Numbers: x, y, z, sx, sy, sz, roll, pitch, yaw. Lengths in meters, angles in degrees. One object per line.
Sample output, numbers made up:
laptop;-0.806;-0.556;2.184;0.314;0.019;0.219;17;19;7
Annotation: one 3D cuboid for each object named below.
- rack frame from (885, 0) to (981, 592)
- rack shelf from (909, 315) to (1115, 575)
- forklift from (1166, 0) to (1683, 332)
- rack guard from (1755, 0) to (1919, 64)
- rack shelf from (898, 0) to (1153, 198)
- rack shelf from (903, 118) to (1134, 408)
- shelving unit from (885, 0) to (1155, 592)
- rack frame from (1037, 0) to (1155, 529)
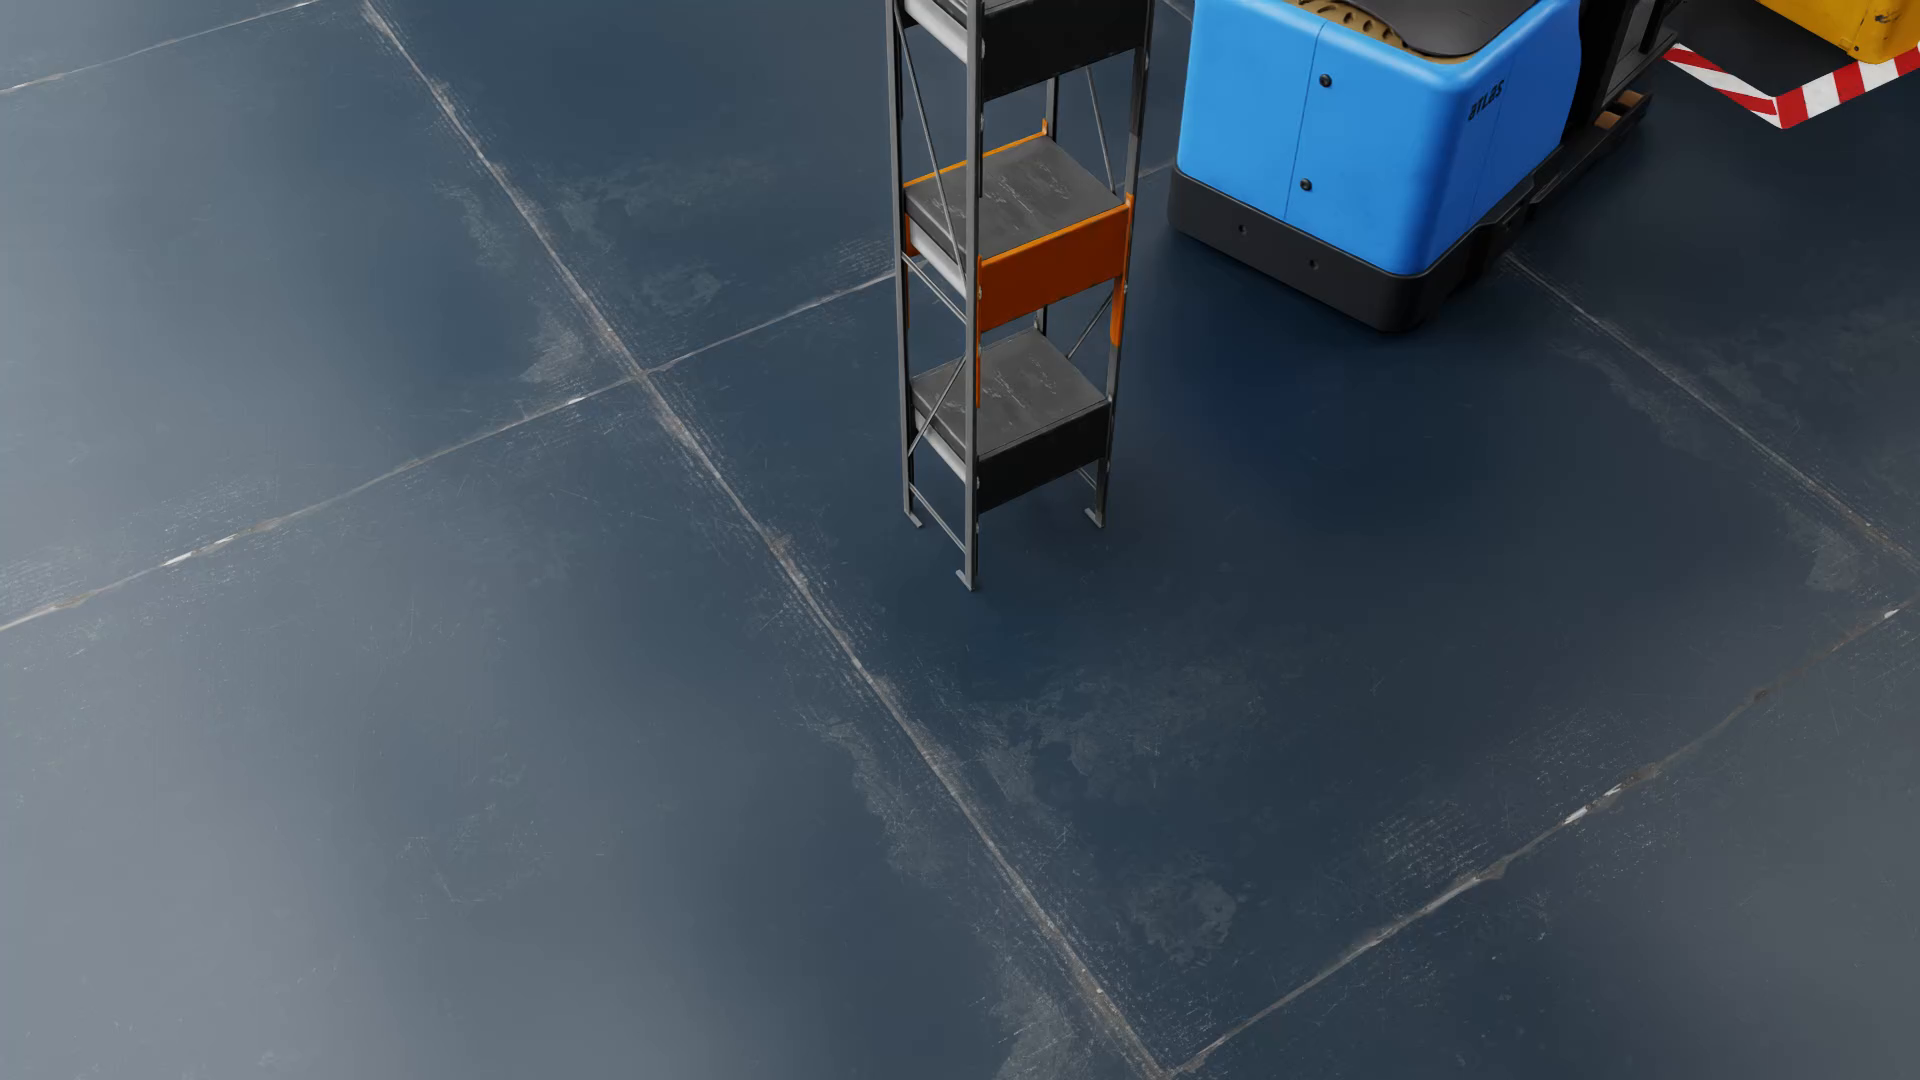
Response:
rack frame;-0.066;-0.667;4.438;0.015;2.100;0.400;-25;53;-21
rack shelf;0.140;-0.290;5.058;0.480;0.518;0.431;-25;53;-21
forklift;2.118;-2.730;5.718;1.130;2.935;3.031;33;56;26
rack guard;3.687;-2.600;7.231;0.348;0.500;1.175;-25;53;-21
rack shelf;0.140;-1.221;4.012;0.480;0.518;0.431;-25;53;-21
rack shelf;0.140;-0.755;4.535;0.480;0.518;0.431;-25;53;-21
shelving unit;0.140;-0.764;4.525;0.503;2.100;0.431;-25;53;-21
rack frame;0.346;-0.861;4.611;0.015;2.100;0.400;-25;53;-21
